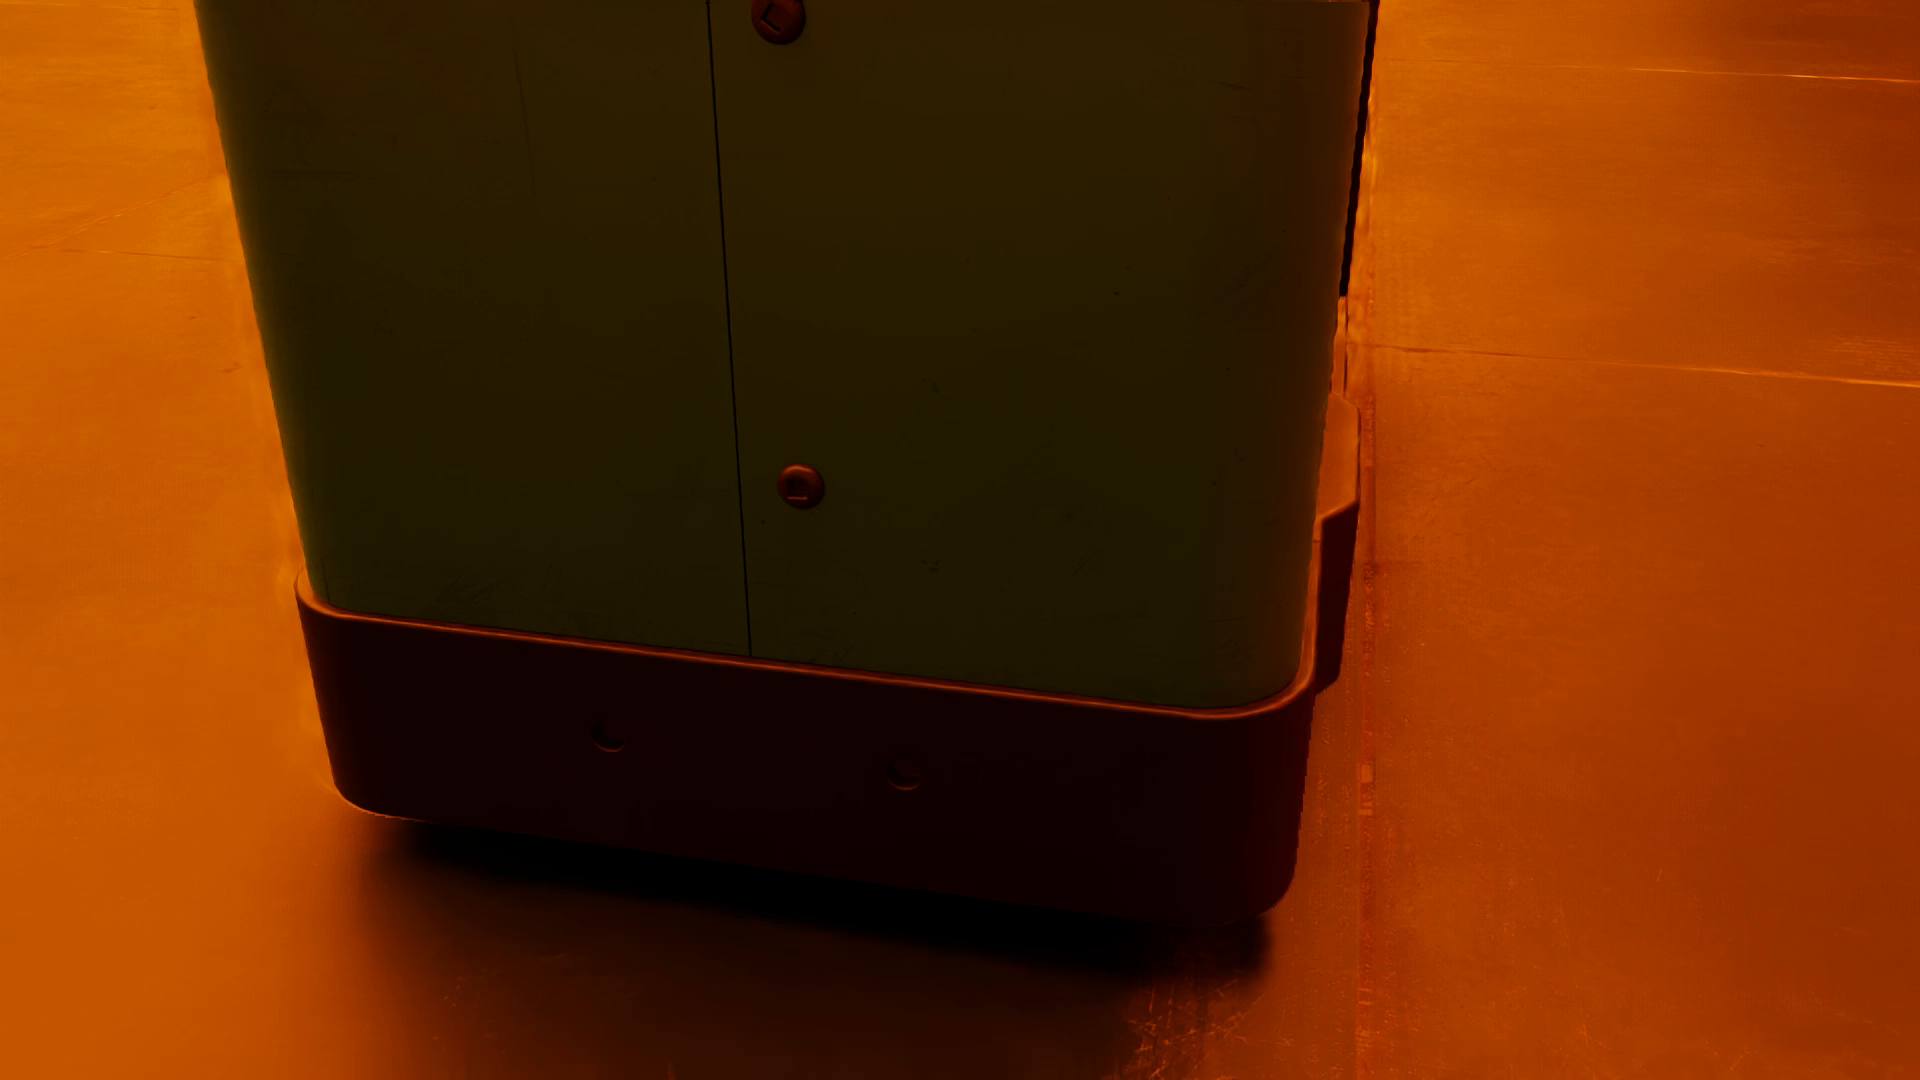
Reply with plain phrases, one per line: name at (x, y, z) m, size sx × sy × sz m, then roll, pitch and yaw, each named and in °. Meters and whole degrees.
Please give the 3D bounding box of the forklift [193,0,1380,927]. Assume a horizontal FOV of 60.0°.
forklift at (0.124, -1.578, 2.375) m, size 1.130 × 2.935 × 3.031 m, roll 6°, pitch 27°, yaw 11°
